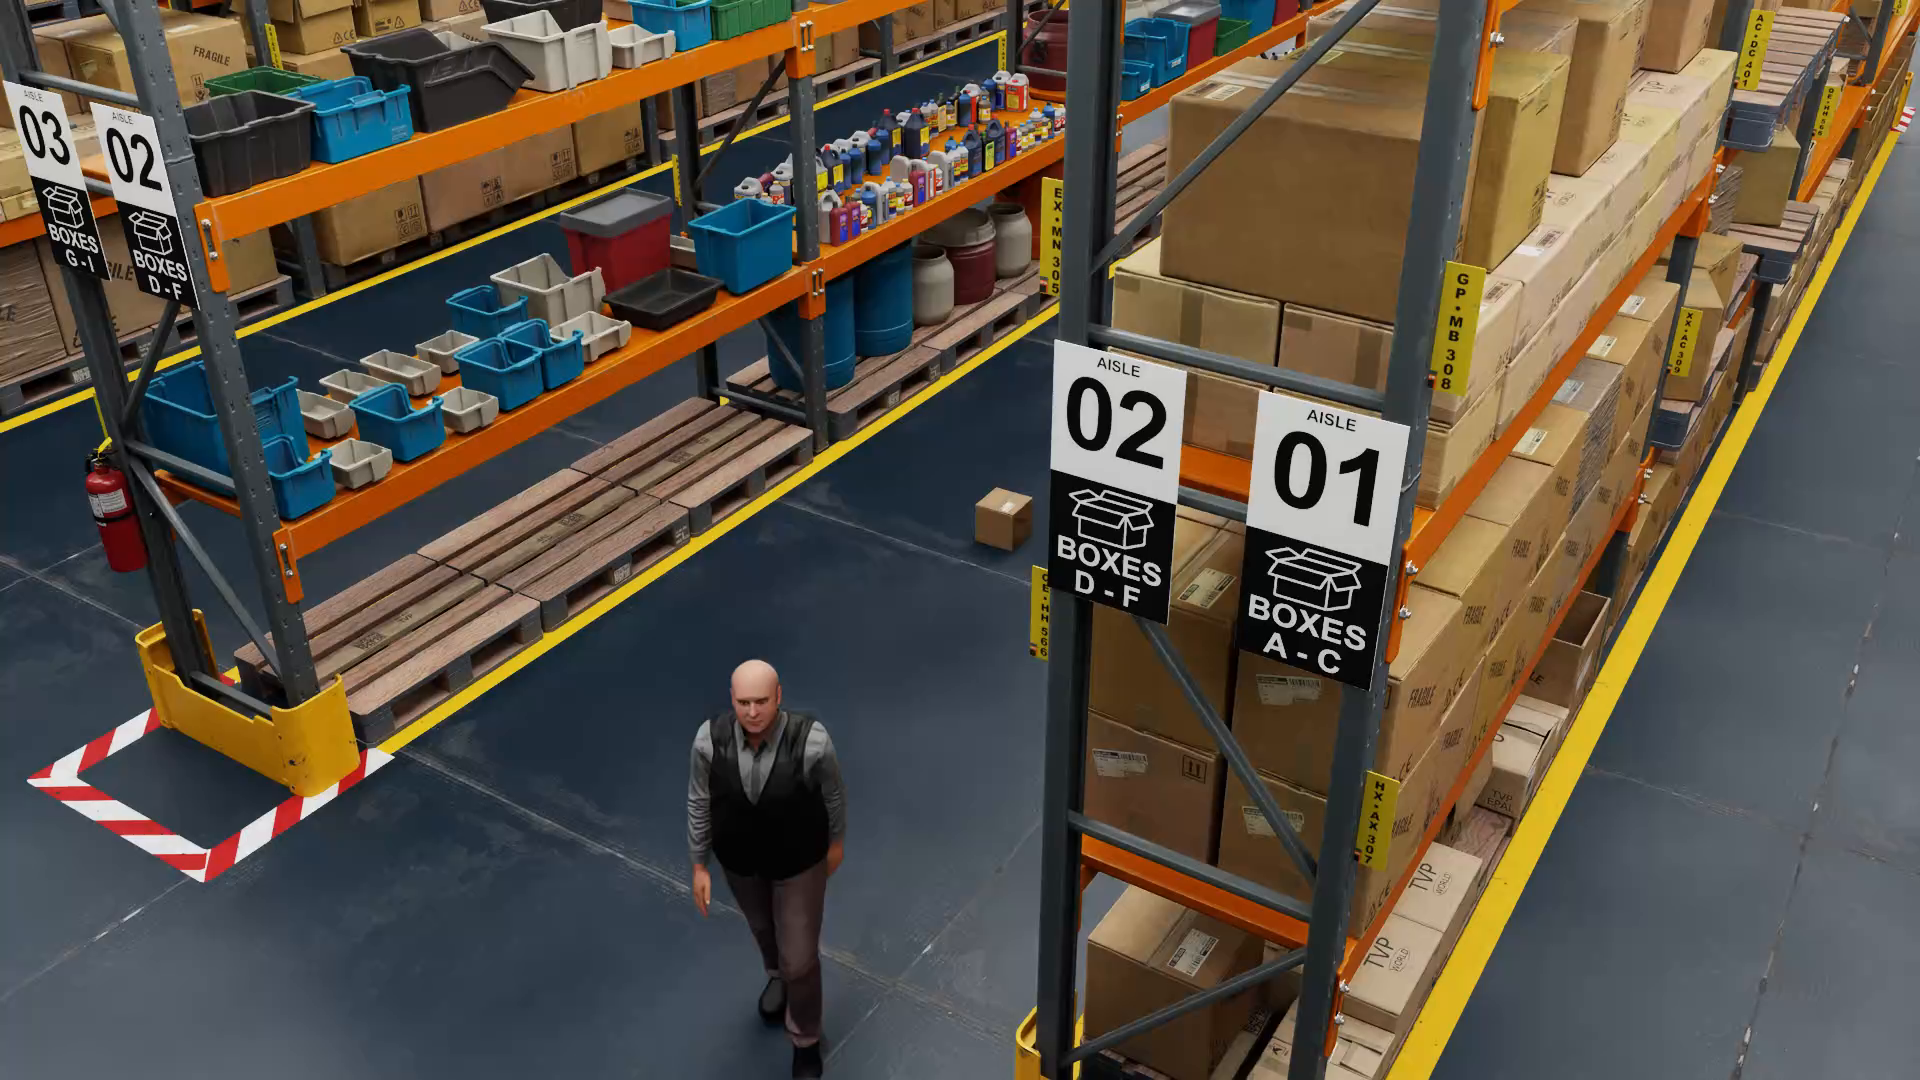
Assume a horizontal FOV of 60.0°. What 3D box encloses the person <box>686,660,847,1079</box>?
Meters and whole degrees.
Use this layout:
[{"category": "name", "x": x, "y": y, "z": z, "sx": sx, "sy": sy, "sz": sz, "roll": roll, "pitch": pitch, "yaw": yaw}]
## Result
[{"category": "person", "x": -0.706, "y": 1.202, "z": 6.178, "sx": 0.550, "sy": 1.784, "sz": 0.598, "roll": 6, "pitch": 31, "yaw": 10}]
